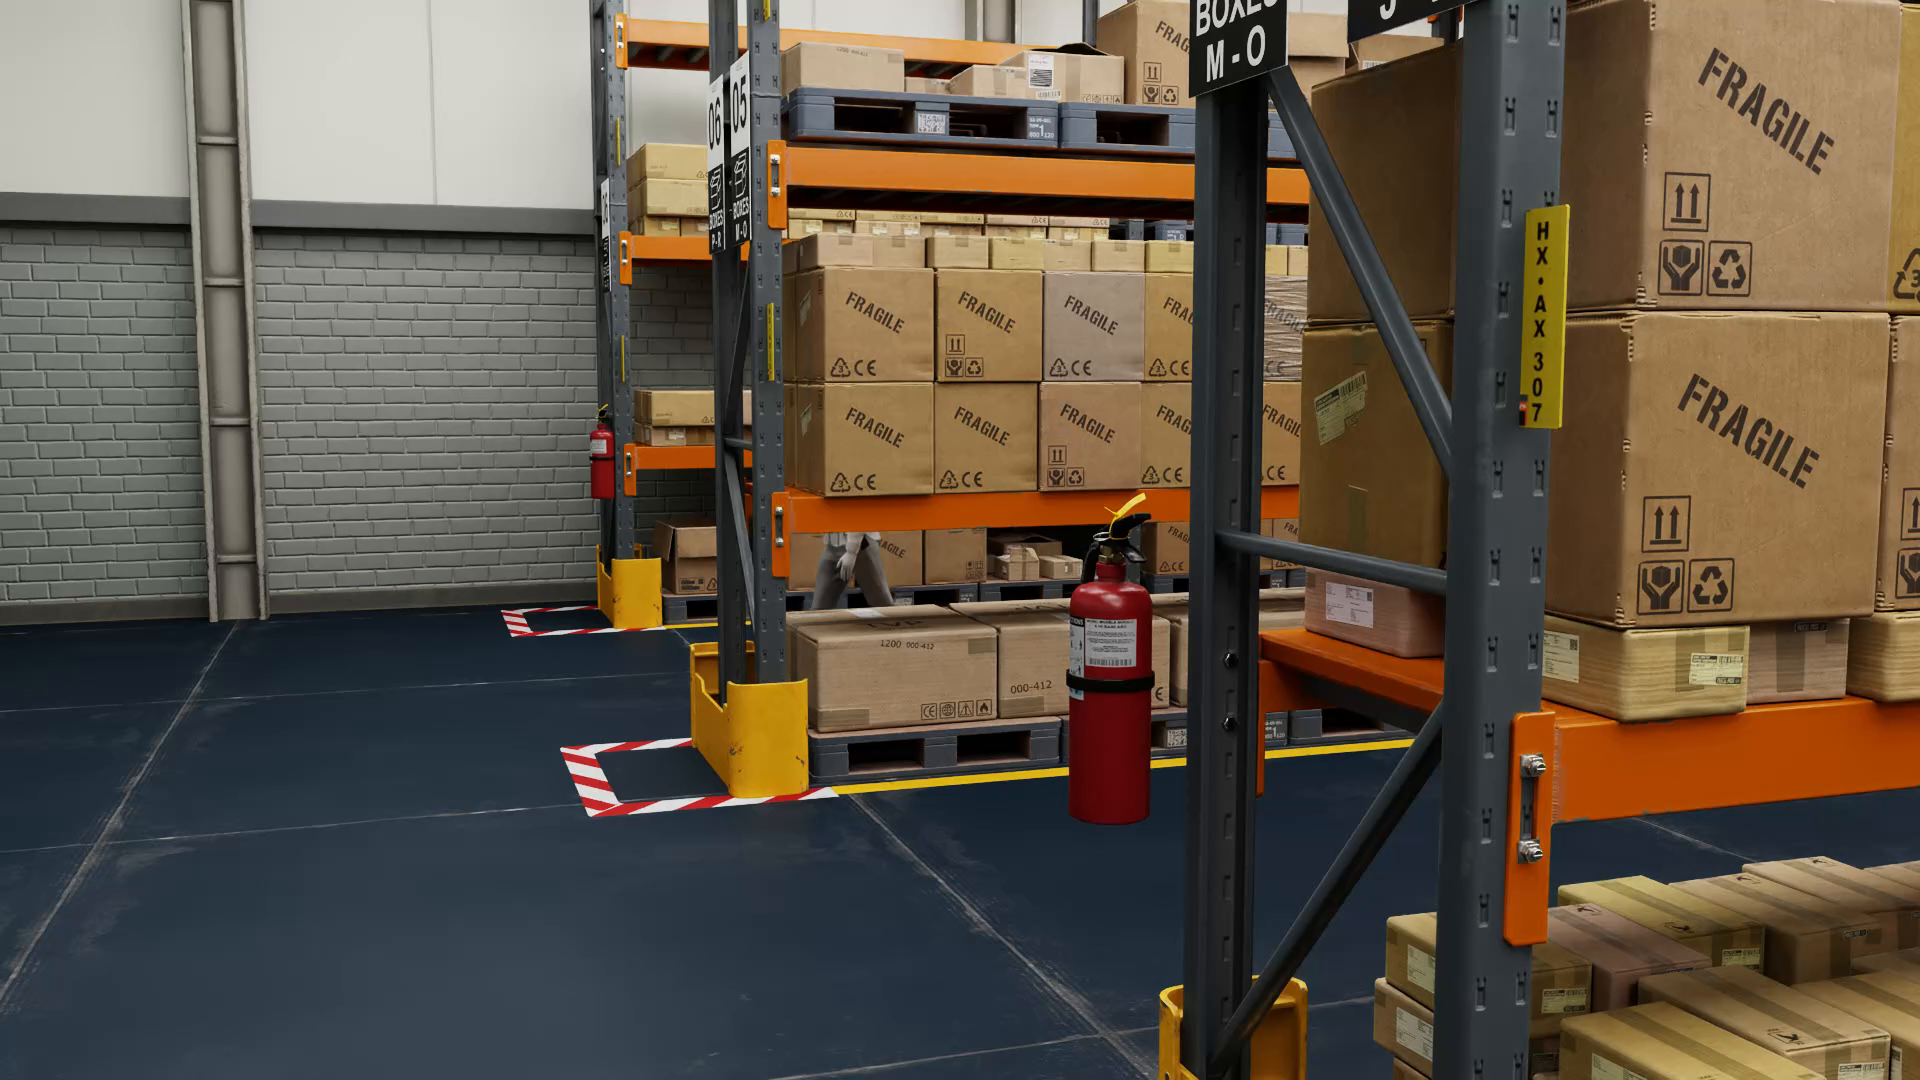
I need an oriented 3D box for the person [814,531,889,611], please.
[{"bbox_3d":[-0.586,0.053,9.461,0.867,1.642,0.584,-3,7,-27],"label":"person"}]
